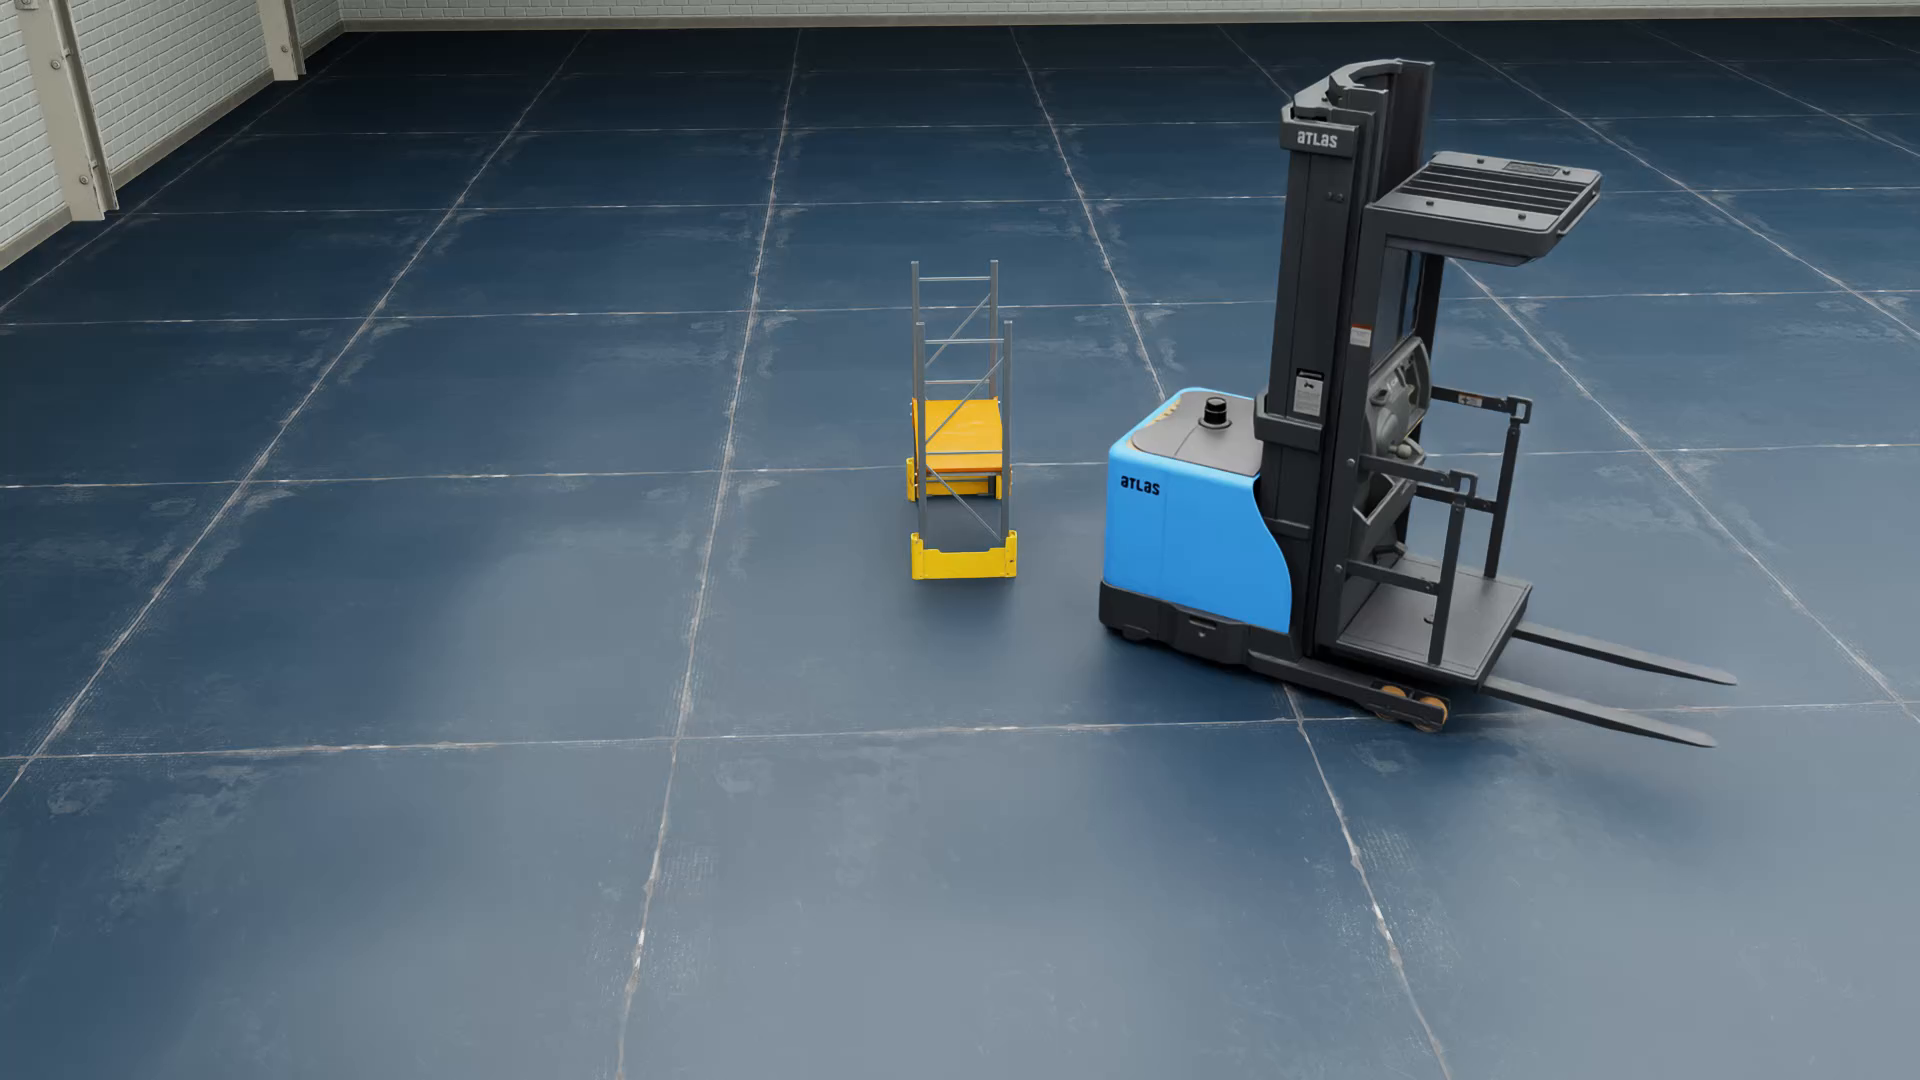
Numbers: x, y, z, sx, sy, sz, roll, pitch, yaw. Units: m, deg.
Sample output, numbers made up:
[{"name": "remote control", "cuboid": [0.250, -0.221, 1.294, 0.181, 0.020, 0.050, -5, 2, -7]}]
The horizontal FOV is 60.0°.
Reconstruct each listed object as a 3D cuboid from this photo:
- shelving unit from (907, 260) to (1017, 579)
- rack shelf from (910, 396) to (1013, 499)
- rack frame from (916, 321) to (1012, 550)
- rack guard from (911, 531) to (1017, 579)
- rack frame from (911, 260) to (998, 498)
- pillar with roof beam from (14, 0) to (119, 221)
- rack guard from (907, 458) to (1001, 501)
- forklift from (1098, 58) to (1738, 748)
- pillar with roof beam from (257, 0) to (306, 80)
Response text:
[{"name": "shelving unit", "cuboid": [-0.004, -0.700, 9.471, 0.587, 1.500, 1.083, -1, 28, -3]}, {"name": "rack shelf", "cuboid": [-0.004, -0.545, 9.562, 0.538, 0.185, 1.000, -1, 28, -3]}, {"name": "rack frame", "cuboid": [0.022, -0.470, 9.029, 0.500, 1.500, 0.032, -1, 28, -3]}, {"name": "rack guard", "cuboid": [0.022, 0.084, 9.319, 0.587, 0.250, 0.087, -1, 28, -3]}, {"name": "rack frame", "cuboid": [-0.031, -0.939, 9.929, 0.500, 1.500, 0.032, -1, 28, -3]}, {"name": "pillar with roof beam", "cuboid": [-3.828, -7.151, 13.730, 9.100, 9.000, 0.400, -1, 28, -3]}, {"name": "rack guard", "cuboid": [-0.030, -0.376, 10.201, 0.587, 0.250, 0.087, -1, 28, -3]}, {"name": "forklift", "cuboid": [2.265, -0.658, 7.843, 3.031, 2.935, 1.130, 15, 31, 27]}, {"name": "pillar with roof beam", "cuboid": [-4.142, -9.922, 19.043, 9.100, 9.000, 0.400, -1, 28, -3]}]
